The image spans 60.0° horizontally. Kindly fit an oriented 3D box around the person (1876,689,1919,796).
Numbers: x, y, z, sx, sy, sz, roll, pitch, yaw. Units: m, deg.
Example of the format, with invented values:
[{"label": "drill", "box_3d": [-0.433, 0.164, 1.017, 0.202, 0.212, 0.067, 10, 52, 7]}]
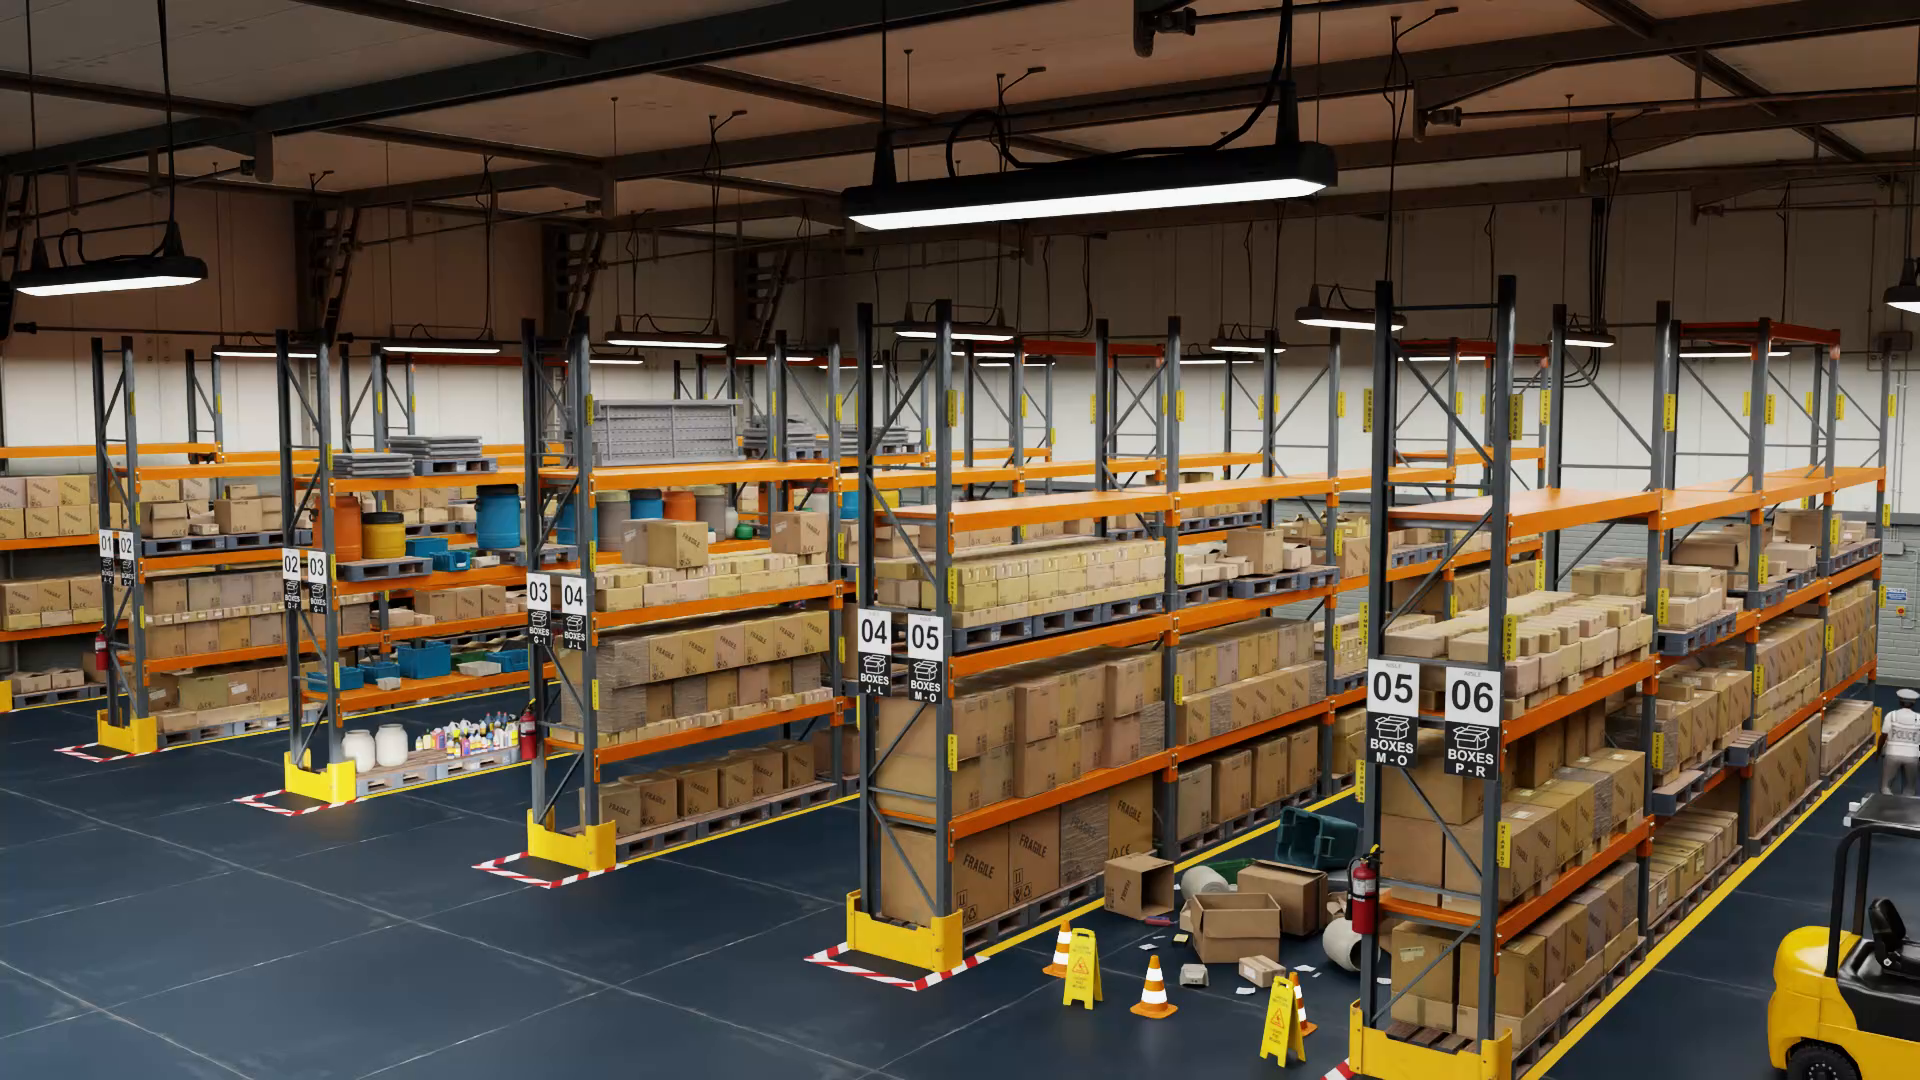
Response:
[{"label": "person", "box_3d": [11.213, 2.631, 19.780, 0.518, 1.660, 0.595, 2, 5, 22]}]
